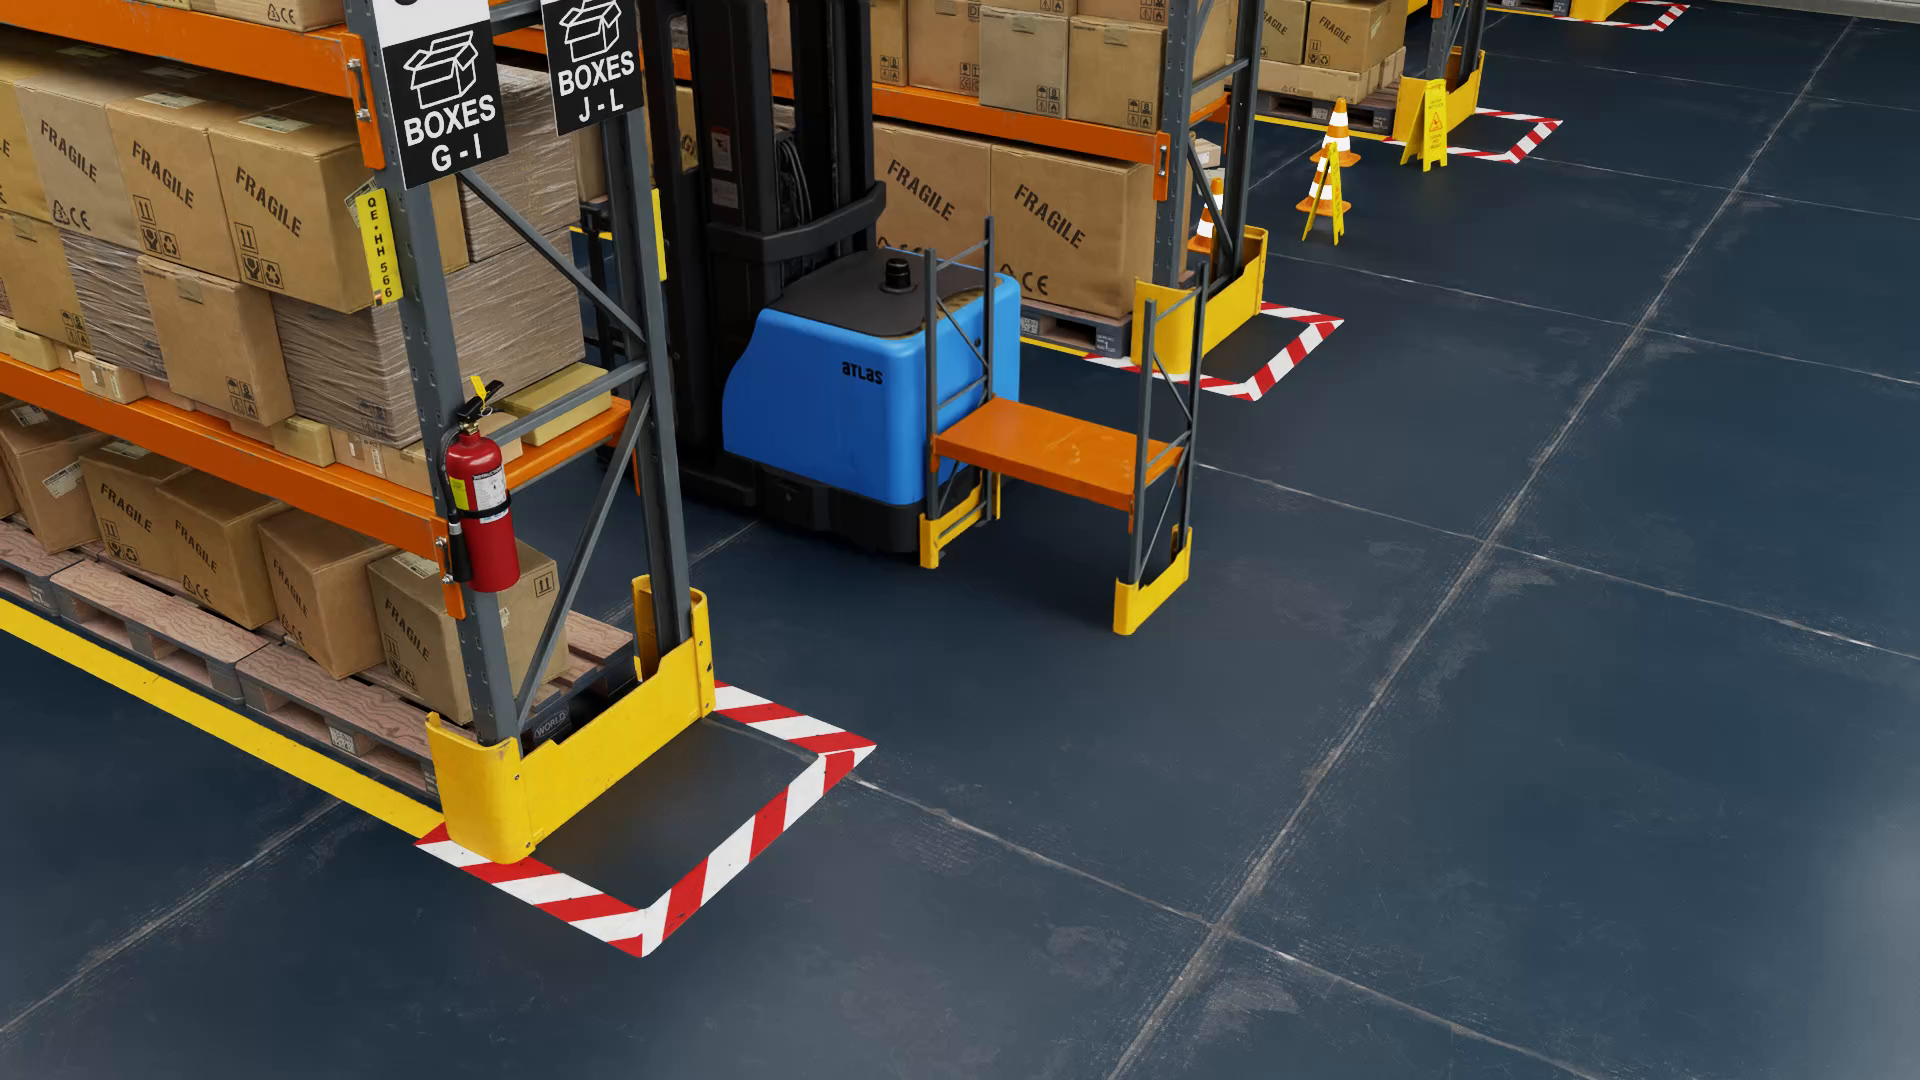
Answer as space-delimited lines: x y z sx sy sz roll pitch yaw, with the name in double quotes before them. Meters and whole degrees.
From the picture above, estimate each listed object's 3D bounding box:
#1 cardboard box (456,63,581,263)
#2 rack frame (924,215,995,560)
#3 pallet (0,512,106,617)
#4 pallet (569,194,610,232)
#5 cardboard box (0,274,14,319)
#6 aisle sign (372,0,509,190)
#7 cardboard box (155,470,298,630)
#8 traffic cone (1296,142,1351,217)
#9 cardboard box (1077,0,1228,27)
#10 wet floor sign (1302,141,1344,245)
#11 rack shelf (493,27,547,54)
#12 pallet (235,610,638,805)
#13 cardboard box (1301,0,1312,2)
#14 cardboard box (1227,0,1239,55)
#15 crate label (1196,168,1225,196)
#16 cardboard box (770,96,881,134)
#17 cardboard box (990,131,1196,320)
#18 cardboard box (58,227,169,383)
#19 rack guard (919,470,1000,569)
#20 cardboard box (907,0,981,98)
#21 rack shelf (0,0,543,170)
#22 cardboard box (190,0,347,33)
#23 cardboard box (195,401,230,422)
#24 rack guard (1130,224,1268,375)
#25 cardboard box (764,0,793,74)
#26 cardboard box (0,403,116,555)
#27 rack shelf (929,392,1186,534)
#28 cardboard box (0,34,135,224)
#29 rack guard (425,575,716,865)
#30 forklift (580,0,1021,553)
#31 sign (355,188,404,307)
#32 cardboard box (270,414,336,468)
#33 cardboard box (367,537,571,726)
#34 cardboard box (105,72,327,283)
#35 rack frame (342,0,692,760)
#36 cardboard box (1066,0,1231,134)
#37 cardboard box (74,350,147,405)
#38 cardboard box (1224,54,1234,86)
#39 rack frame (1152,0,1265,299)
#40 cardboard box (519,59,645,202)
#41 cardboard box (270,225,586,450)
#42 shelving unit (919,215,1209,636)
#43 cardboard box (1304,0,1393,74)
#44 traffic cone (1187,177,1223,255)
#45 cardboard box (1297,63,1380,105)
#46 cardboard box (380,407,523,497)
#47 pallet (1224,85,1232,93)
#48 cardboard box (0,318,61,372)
"cardboard box" -1.660 -1.292 5.601 0.500 0.500 0.500 18 35 27
"rack frame" 0.002 -0.646 7.369 0.032 1.500 0.500 18 35 28
"pallet" -4.139 -0.127 7.758 1.213 0.211 1.003 18 35 27
"pallet" -2.698 -2.556 11.922 1.213 0.211 1.003 18 35 27
"cardboard box" -3.497 -1.281 6.575 0.500 0.500 0.875 18 35 27
"aisle sign" -1.446 -1.403 4.598 0.004 0.787 0.394 18 35 27
"cardboard box" -2.904 -0.022 6.875 0.500 0.500 0.500 21 36 32
"traffic cone" 2.577 -2.558 11.676 0.334 0.463 0.336 18 35 27
"cardboard box" 1.090 -3.162 8.973 0.550 0.550 0.875 18 35 27
"wet floor sign" 2.460 -2.335 11.112 0.232 0.644 0.267 12 32 19
"rack shelf" -3.699 -3.811 12.020 4.000 0.370 1.077 18 35 27
"pallet" -2.073 0.527 6.638 1.213 0.211 1.003 18 35 27
"cardboard box" 2.765 -4.425 13.283 0.250 0.149 0.380 19 35 29
"cardboard box" 2.245 -4.352 13.801 0.500 0.500 0.500 17 34 26
"crate label" 1.878 -2.602 12.074 0.298 0.136 0.250 1 30 2
"cardboard box" -0.744 -2.412 10.599 0.875 0.875 0.875 18 35 28
"cardboard box" 0.774 -1.932 9.776 0.875 0.875 0.875 18 35 28
"cardboard box" -2.678 -0.991 6.077 0.500 0.500 0.875 18 35 27
"rack guard" 0.003 -0.106 7.683 0.087 0.250 0.587 18 35 28
"cardboard box" 0.160 -3.001 9.769 0.550 0.550 0.875 18 35 27
"rack shelf" -3.033 -1.946 5.845 4.000 0.370 1.077 18 35 27
"cardboard box" -1.883 -1.676 4.819 0.500 0.250 0.500 18 35 28
"cardboard box" -2.534 -0.575 6.008 0.250 0.149 0.380 18 35 27
"rack guard" 1.404 -1.429 9.703 0.348 0.500 1.175 18 35 27
"cardboard box" -0.813 -3.225 10.152 0.550 0.550 0.875 18 35 27
"cardboard box" -3.920 -0.324 7.392 0.500 0.500 0.500 -23 37 -33
"rack shelf" 0.428 -0.351 7.220 1.000 0.185 0.538 18 35 28
"cardboard box" -3.204 -1.474 5.914 0.500 0.500 0.500 18 35 27
"rack guard" -1.404 0.635 6.166 0.348 0.500 1.175 18 35 27
"forklift" -1.215 -1.761 7.860 3.031 2.935 1.130 18 35 28
"sign" -1.651 -0.830 4.733 0.005 0.325 0.100 18 35 27
"cardboard box" -2.141 -0.417 5.737 0.250 0.149 0.380 18 35 27
"cardboard box" -1.859 0.299 6.325 0.500 0.500 0.500 25 39 36
"cardboard box" -2.363 -1.202 5.447 0.500 0.500 0.500 18 35 27
"rack frame" -1.339 -0.425 5.501 0.127 3.000 1.000 18 35 27
"cardboard box" 1.045 -2.660 9.183 0.550 0.550 0.875 18 35 27
"cardboard box" -3.017 -0.662 6.157 0.250 0.149 0.380 18 35 27
"cardboard box" 2.221 -4.030 13.993 0.500 0.250 0.500 16 34 26
"rack frame" 1.383 -2.515 9.084 0.127 3.000 1.000 18 35 27
"cardboard box" -2.578 -2.924 11.601 0.750 0.750 1.050 17 34 27
"cardboard box" -1.790 -0.756 5.674 0.500 0.500 0.875 18 35 27
"shelving unit" 0.420 -0.509 7.133 1.083 1.500 0.587 18 35 28
"cardboard box" 3.112 -4.075 13.327 0.500 0.500 0.500 18 35 28
"traffic cone" 1.688 -2.167 11.006 0.334 0.463 0.336 18 35 27
"cardboard box" 3.081 -3.756 13.524 0.500 0.250 0.500 17 34 27
"cardboard box" -1.690 -0.305 5.545 0.250 0.149 0.380 18 35 27
"pallet" 2.166 -4.030 14.449 1.213 0.211 1.003 18 35 27
"cardboard box" -3.427 -0.806 6.404 0.250 0.149 0.380 18 35 27
